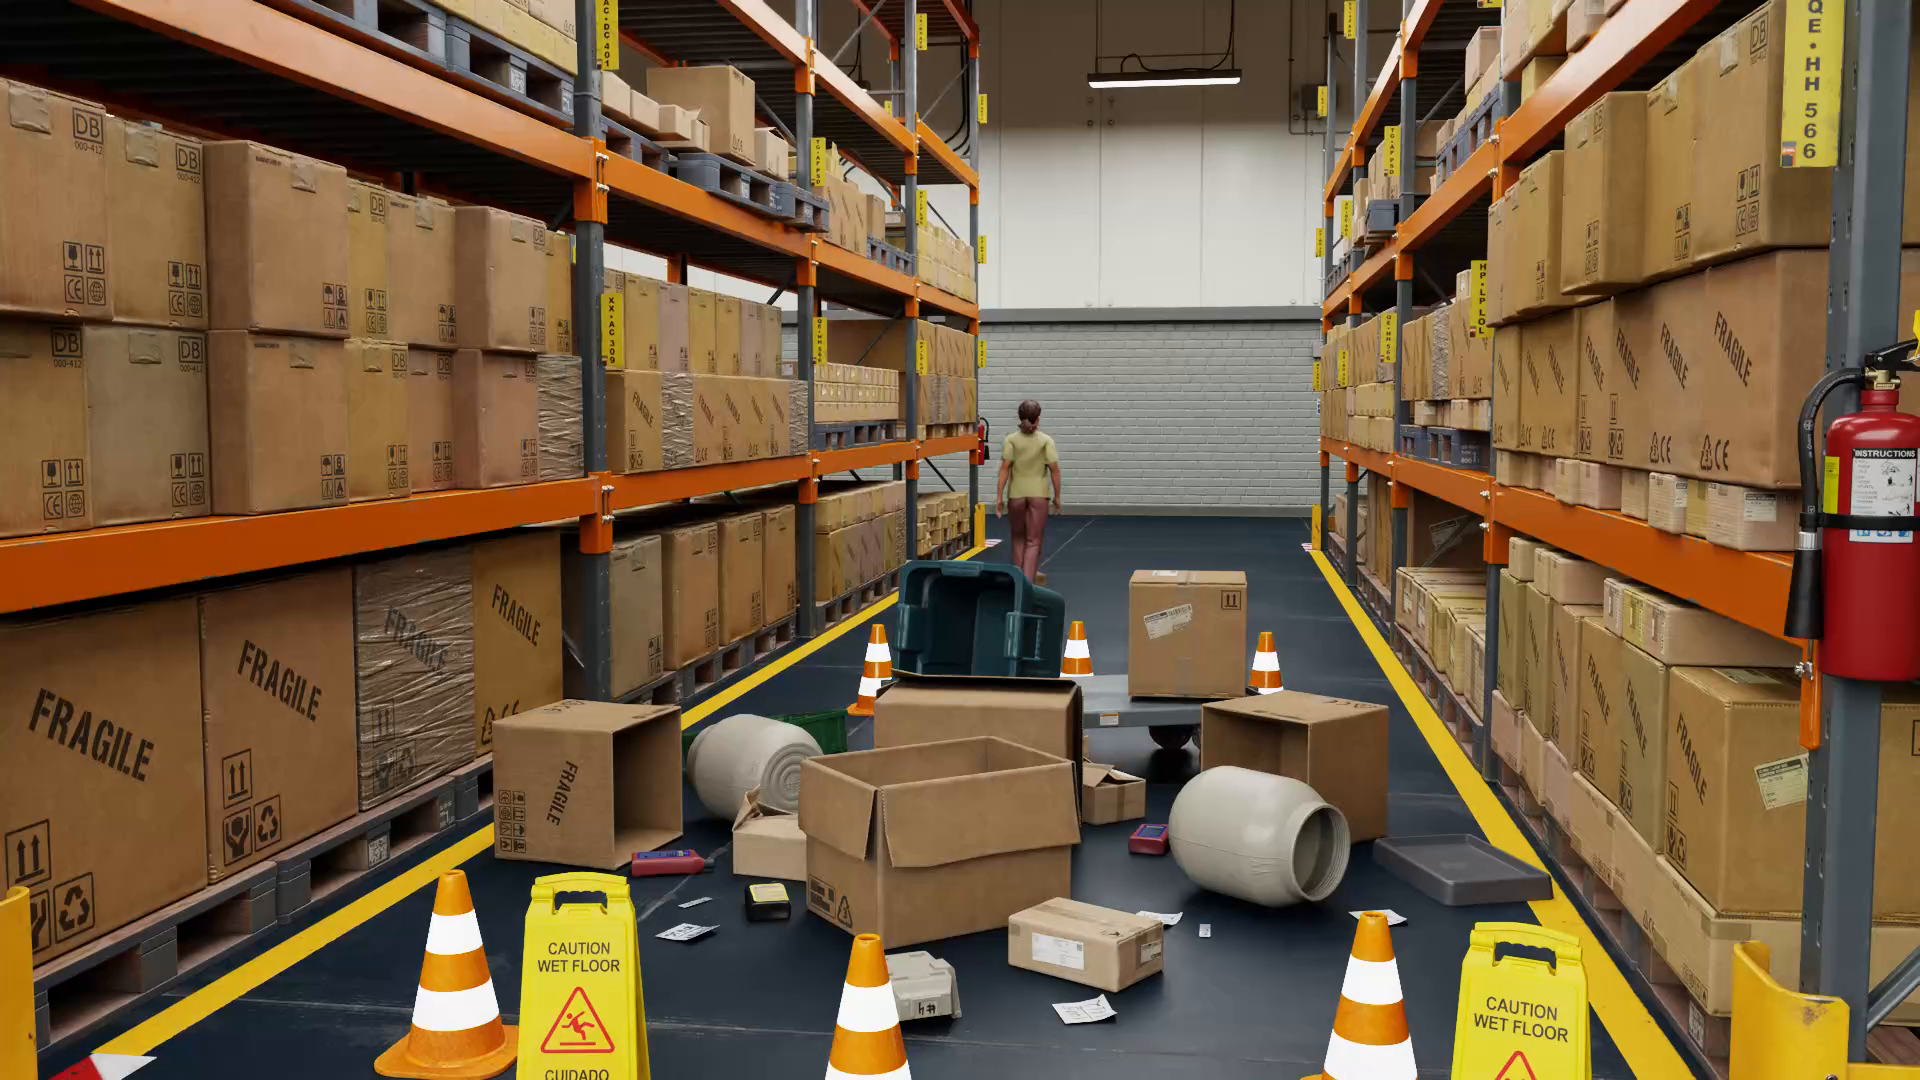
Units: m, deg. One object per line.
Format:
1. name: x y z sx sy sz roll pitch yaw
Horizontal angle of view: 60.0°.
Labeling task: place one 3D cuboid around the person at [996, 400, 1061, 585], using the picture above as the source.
1. person: 0.559 -0.285 13.473 0.506 1.700 0.587 1 5 13
